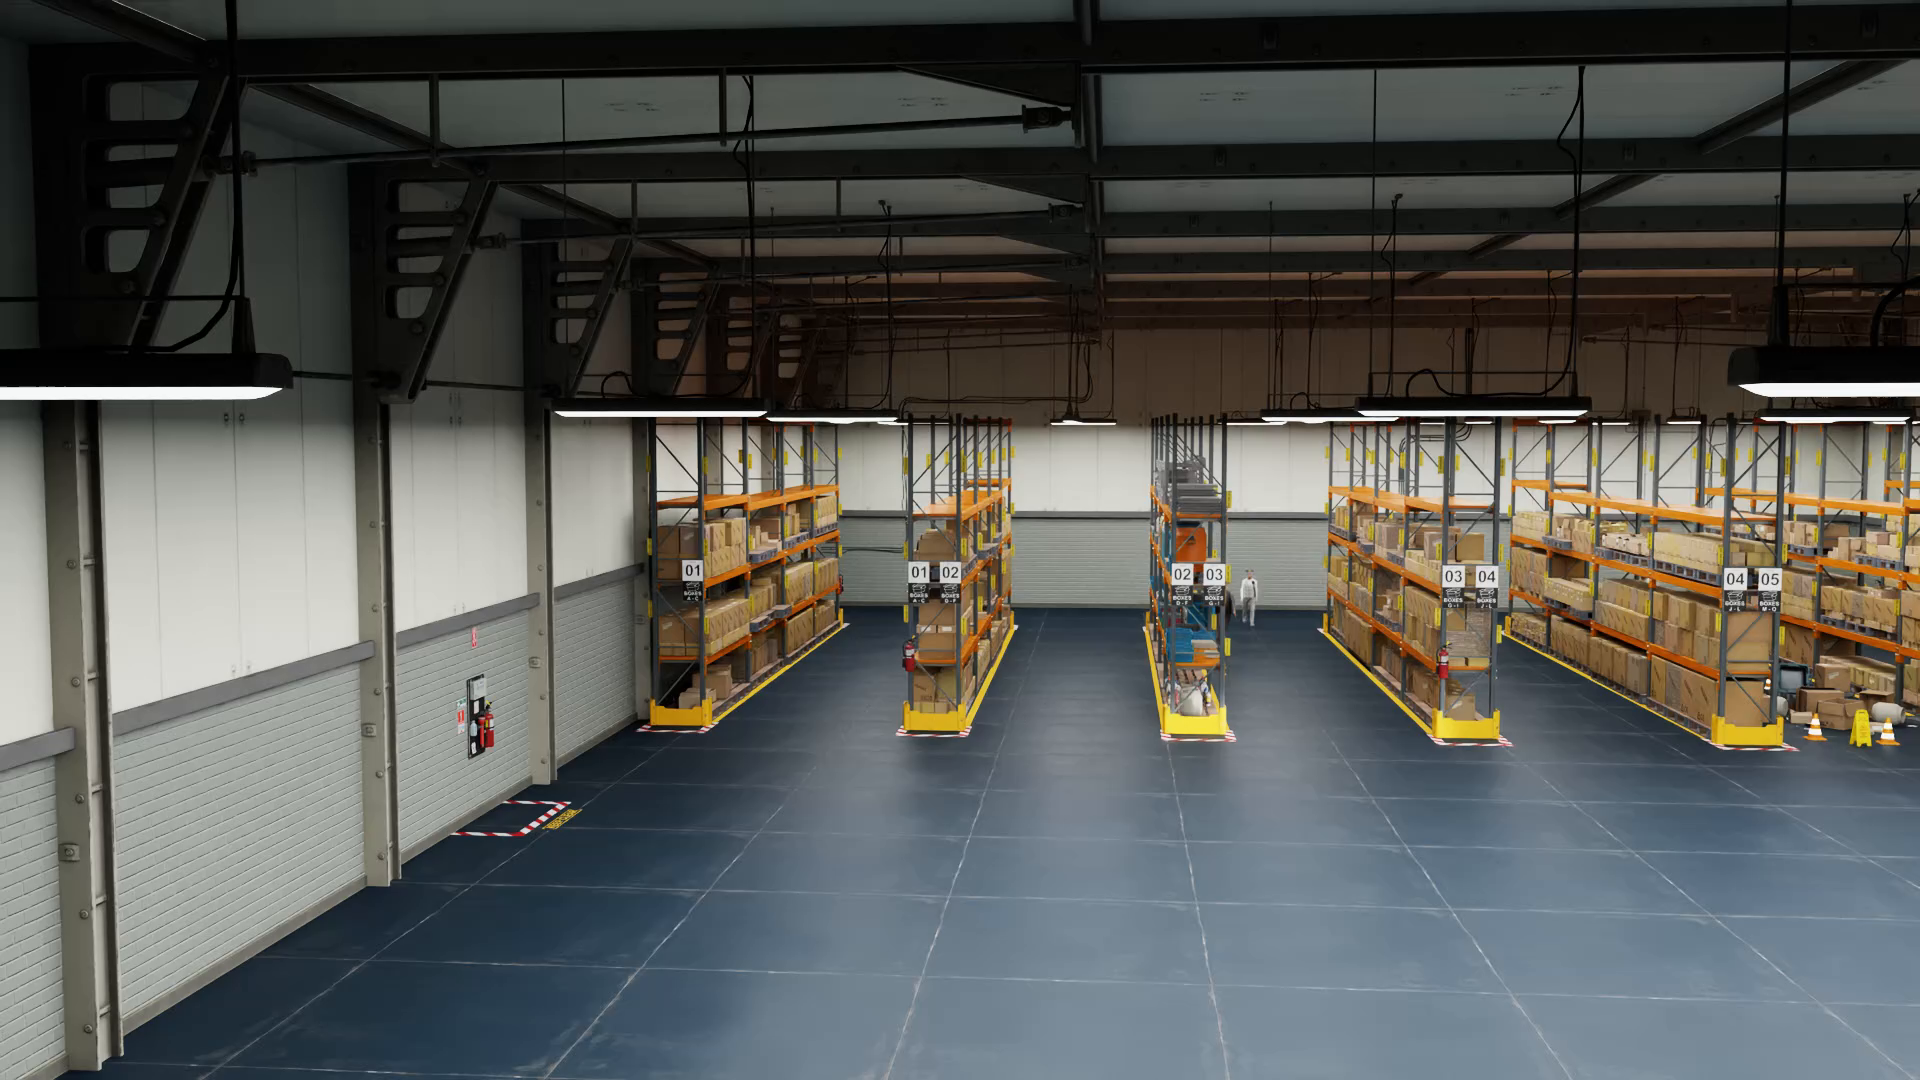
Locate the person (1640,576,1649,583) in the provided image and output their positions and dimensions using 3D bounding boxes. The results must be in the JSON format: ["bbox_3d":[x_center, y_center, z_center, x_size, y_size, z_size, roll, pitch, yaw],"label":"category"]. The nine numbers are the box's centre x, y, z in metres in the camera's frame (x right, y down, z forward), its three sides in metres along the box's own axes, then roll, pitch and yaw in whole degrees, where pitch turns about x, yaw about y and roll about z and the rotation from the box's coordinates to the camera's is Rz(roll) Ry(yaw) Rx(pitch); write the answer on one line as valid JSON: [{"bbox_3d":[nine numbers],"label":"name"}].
[{"bbox_3d":[19.551,1.656,47.446,0.826,1.743,0.573,-1,4,-14],"label":"person"}]

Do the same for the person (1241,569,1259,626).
[{"bbox_3d":[8.386,1.647,48.163,0.521,1.625,1.017,0,4,4],"label":"person"}]

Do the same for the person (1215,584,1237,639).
[{"bbox_3d":[6.947,1.936,43.637,0.525,1.677,1.027,-1,4,-12],"label":"person"}]
